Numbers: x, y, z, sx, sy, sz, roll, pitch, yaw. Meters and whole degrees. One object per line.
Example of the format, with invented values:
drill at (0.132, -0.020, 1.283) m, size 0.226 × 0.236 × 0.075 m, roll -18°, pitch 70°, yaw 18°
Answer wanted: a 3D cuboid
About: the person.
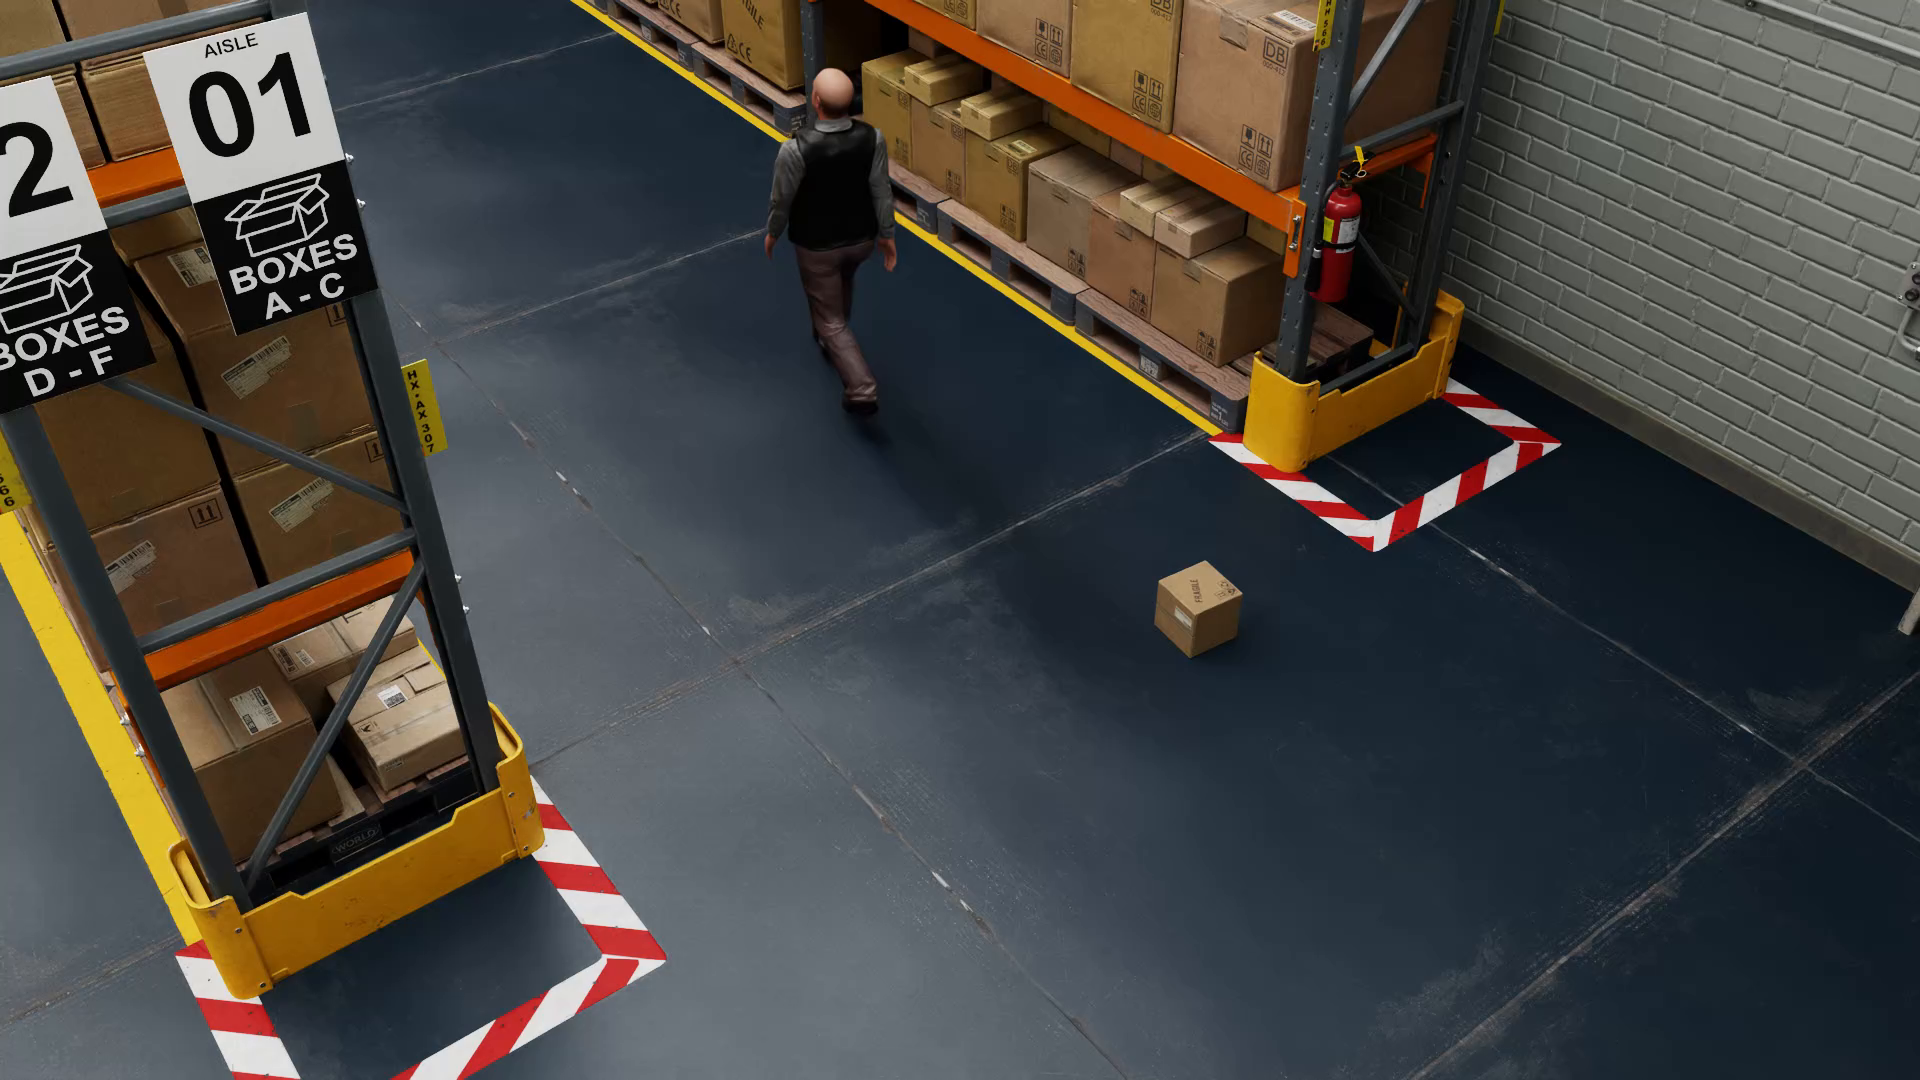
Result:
person at (-0.614, -1.437, 7.891) m, size 0.561 × 1.683 × 0.998 m, roll -20°, pitch 44°, yaw -22°
